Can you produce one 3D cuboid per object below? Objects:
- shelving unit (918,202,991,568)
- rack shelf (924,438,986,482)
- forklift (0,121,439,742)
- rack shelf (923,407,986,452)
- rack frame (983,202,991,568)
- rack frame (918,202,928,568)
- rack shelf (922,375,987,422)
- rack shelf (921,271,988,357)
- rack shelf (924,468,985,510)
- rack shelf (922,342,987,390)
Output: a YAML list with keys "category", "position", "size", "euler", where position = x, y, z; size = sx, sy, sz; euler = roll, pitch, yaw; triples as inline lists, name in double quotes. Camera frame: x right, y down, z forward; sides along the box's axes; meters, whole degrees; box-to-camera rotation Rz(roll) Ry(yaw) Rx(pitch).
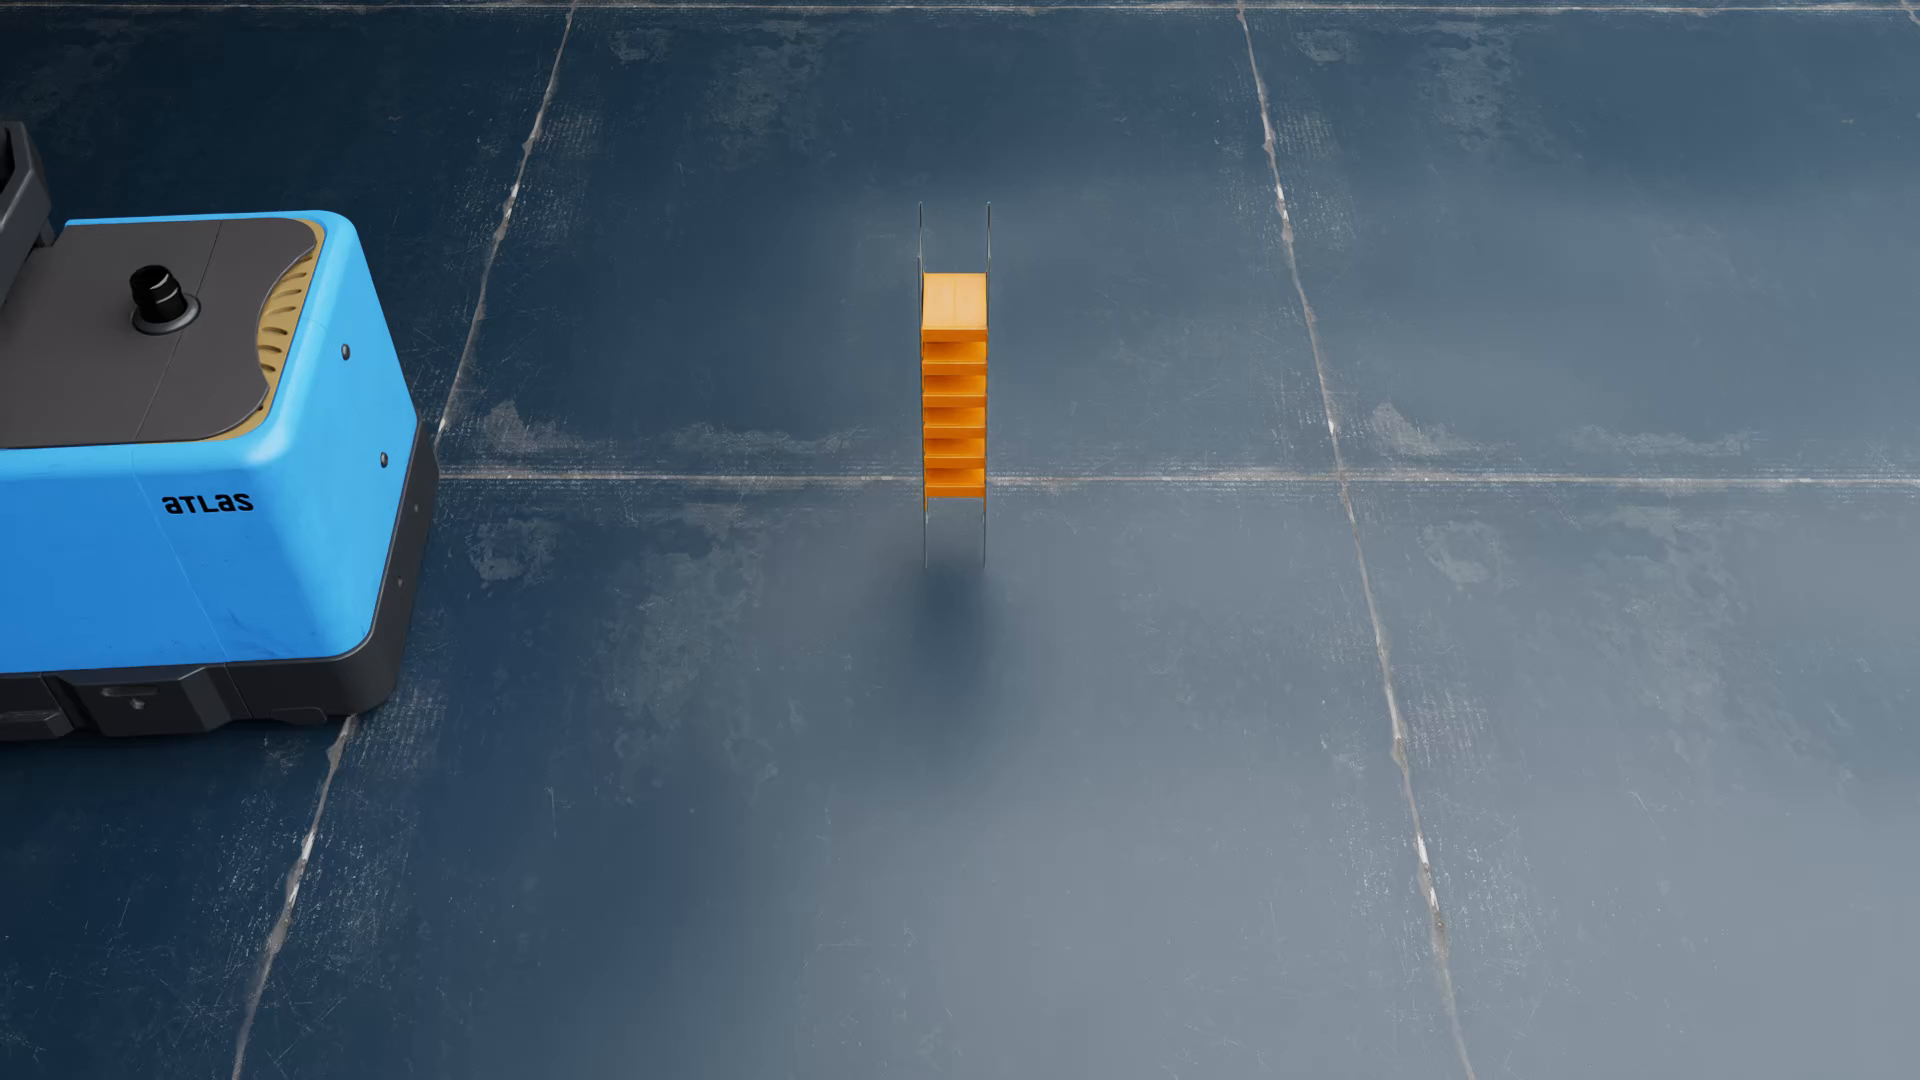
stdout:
- category: "shelving unit"
  position: [-0.014, -0.409, 4.811]
  size: [0.189, 1.200, 0.258]
  euler: [0, 47, 0]
- category: "rack shelf"
  position: [-0.014, -0.297, 4.931]
  size: [0.180, 0.103, 0.258]
  euler: [0, 47, 0]
- category: "forklift"
  position: [-3.157, -0.774, 3.968]
  size: [3.031, 2.935, 1.130]
  euler: [-3, 47, -3]
- category: "rack shelf"
  position: [-0.014, -0.379, 4.843]
  size: [0.180, 0.103, 0.258]
  euler: [0, 47, 0]
- category: "rack frame"
  position: [0.077, -0.409, 4.811]
  size: [0.006, 1.200, 0.240]
  euler: [0, 47, 0]
- category: "rack frame"
  position: [-0.106, -0.409, 4.811]
  size: [0.006, 1.200, 0.240]
  euler: [0, 47, 0]
- category: "rack shelf"
  position: [-0.014, -0.460, 4.756]
  size: [0.180, 0.103, 0.258]
  euler: [0, 47, 0]
- category: "rack shelf"
  position: [-0.014, -0.624, 4.580]
  size: [0.180, 0.103, 0.258]
  euler: [0, 47, 0]
- category: "rack shelf"
  position: [-0.014, -0.215, 5.019]
  size: [0.180, 0.103, 0.258]
  euler: [0, 47, 0]
- category: "rack shelf"
  position: [-0.014, -0.542, 4.668]
  size: [0.180, 0.103, 0.258]
  euler: [0, 47, 0]
